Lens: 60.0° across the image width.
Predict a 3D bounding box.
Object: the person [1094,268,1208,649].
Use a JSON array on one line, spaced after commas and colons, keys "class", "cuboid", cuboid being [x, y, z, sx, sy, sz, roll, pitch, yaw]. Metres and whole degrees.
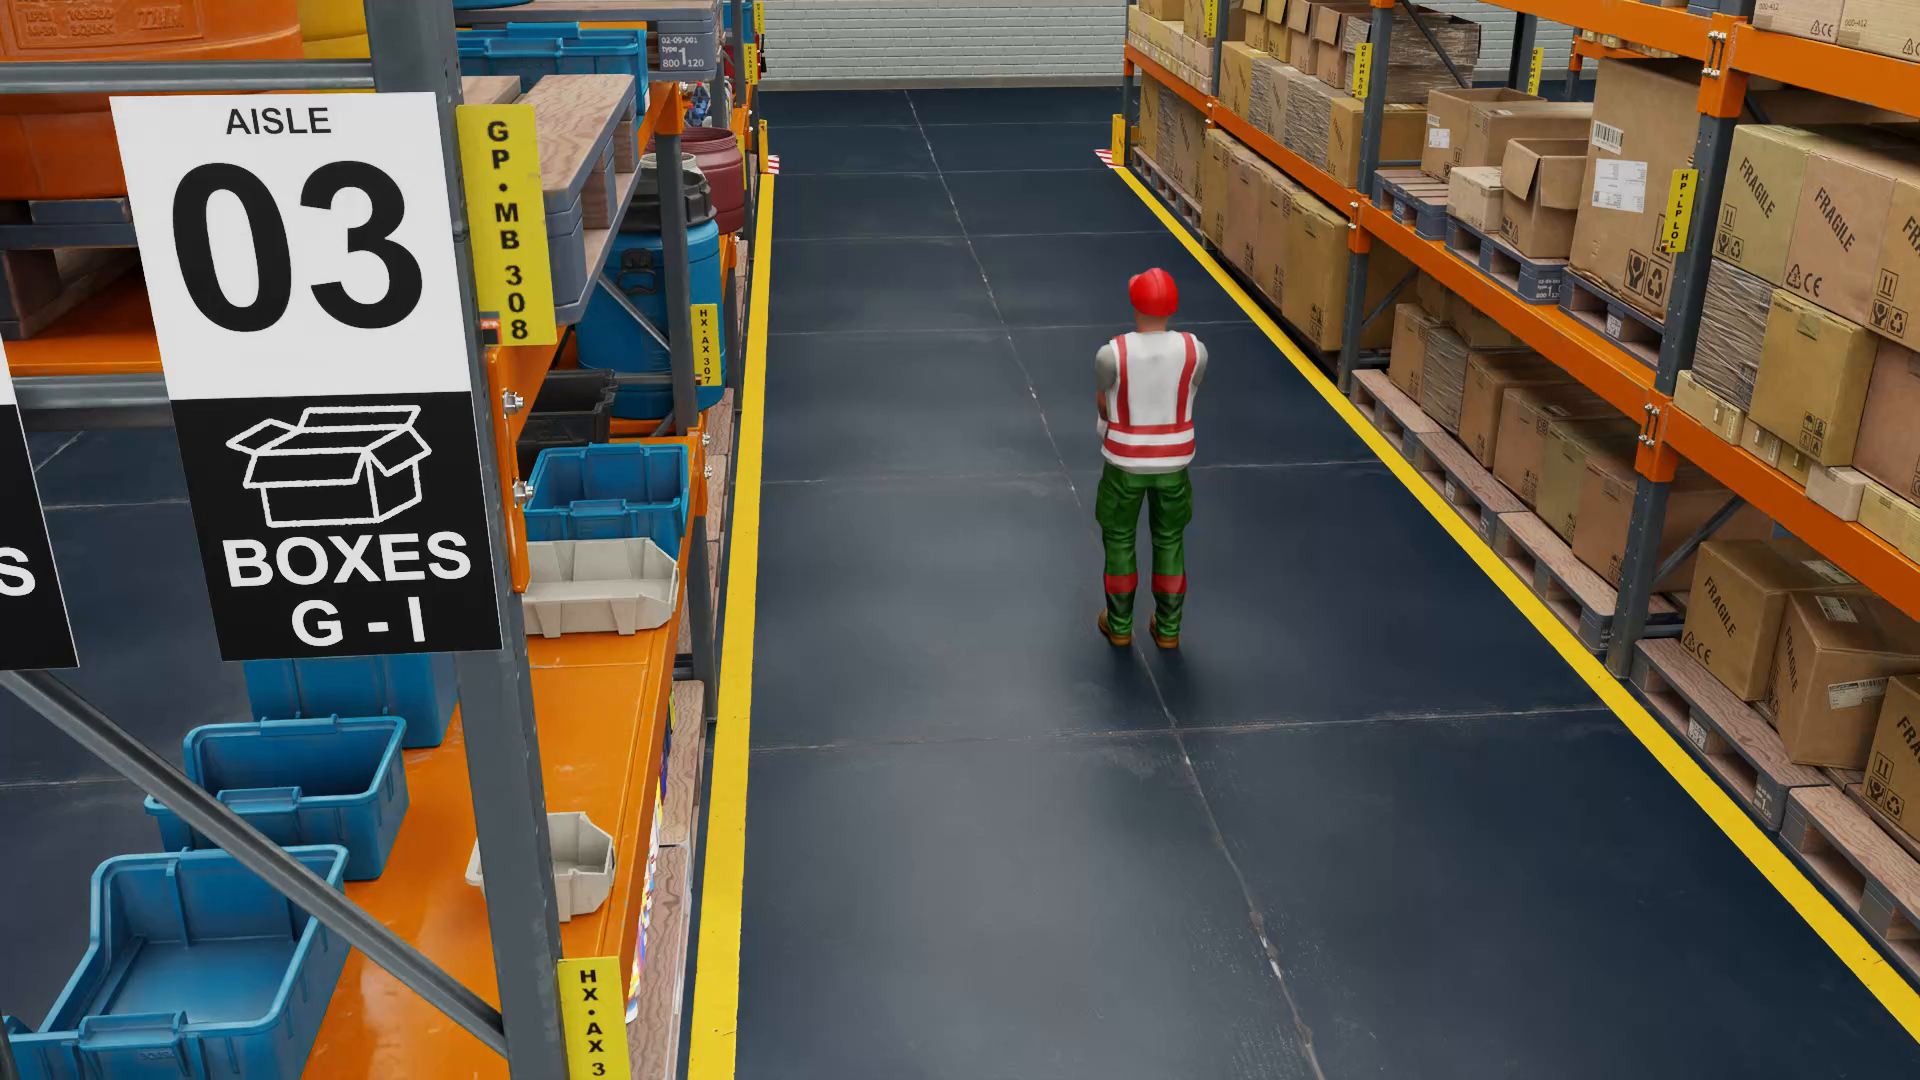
[{"class": "person", "cuboid": [0.812, -0.384, 7.461, 0.493, 1.782, 0.564, -2, 24, -5]}]
